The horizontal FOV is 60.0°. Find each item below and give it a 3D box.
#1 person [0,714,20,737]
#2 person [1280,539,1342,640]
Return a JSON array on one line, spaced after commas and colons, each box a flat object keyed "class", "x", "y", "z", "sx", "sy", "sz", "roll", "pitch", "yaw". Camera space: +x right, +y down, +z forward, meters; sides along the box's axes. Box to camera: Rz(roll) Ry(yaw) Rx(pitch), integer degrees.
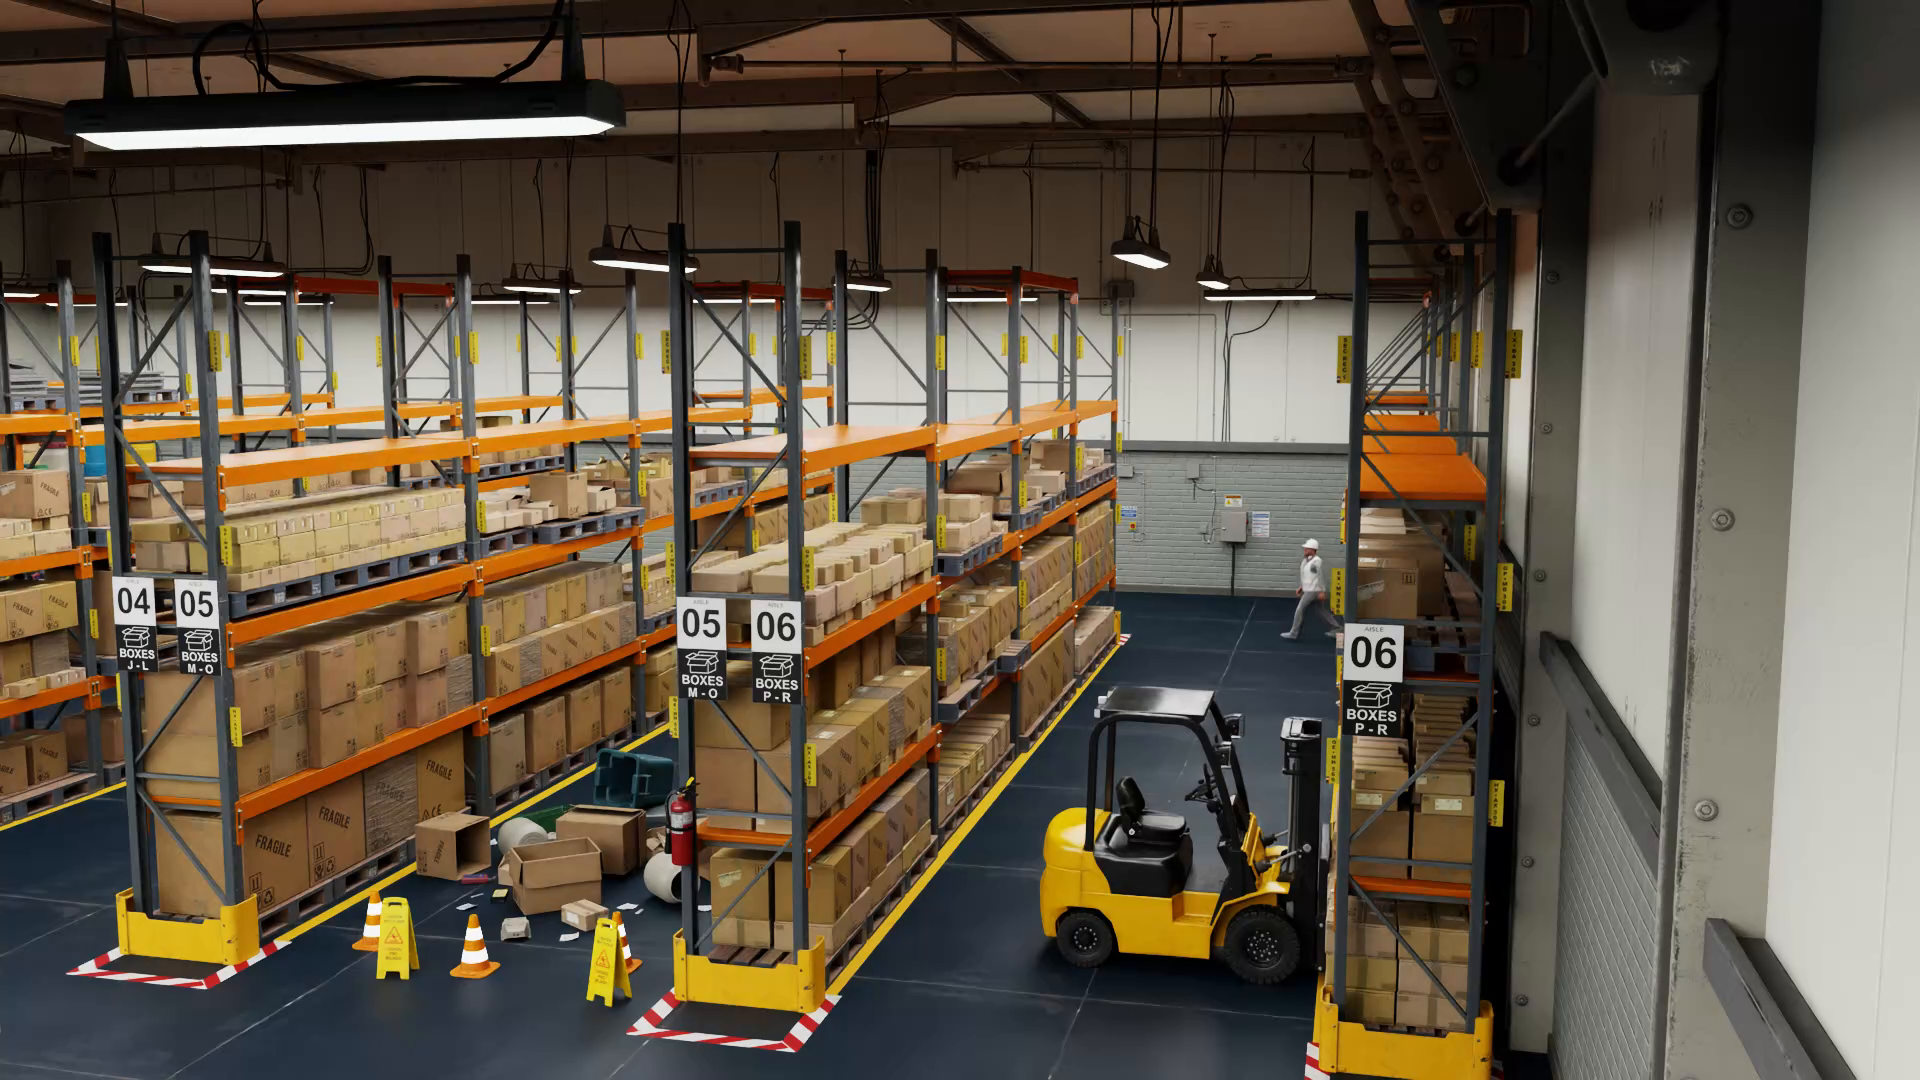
[{"class": "person", "x": -11.590, "y": 1.914, "z": 20.147, "sx": 0.472, "sy": 1.650, "sz": 0.745, "roll": 0, "pitch": 7, "yaw": 4}, {"class": "person", "x": 6.026, "y": 0.844, "z": 28.438, "sx": 1.046, "sy": 1.727, "sz": 0.513, "roll": 1, "pitch": 7, "yaw": 10}]
